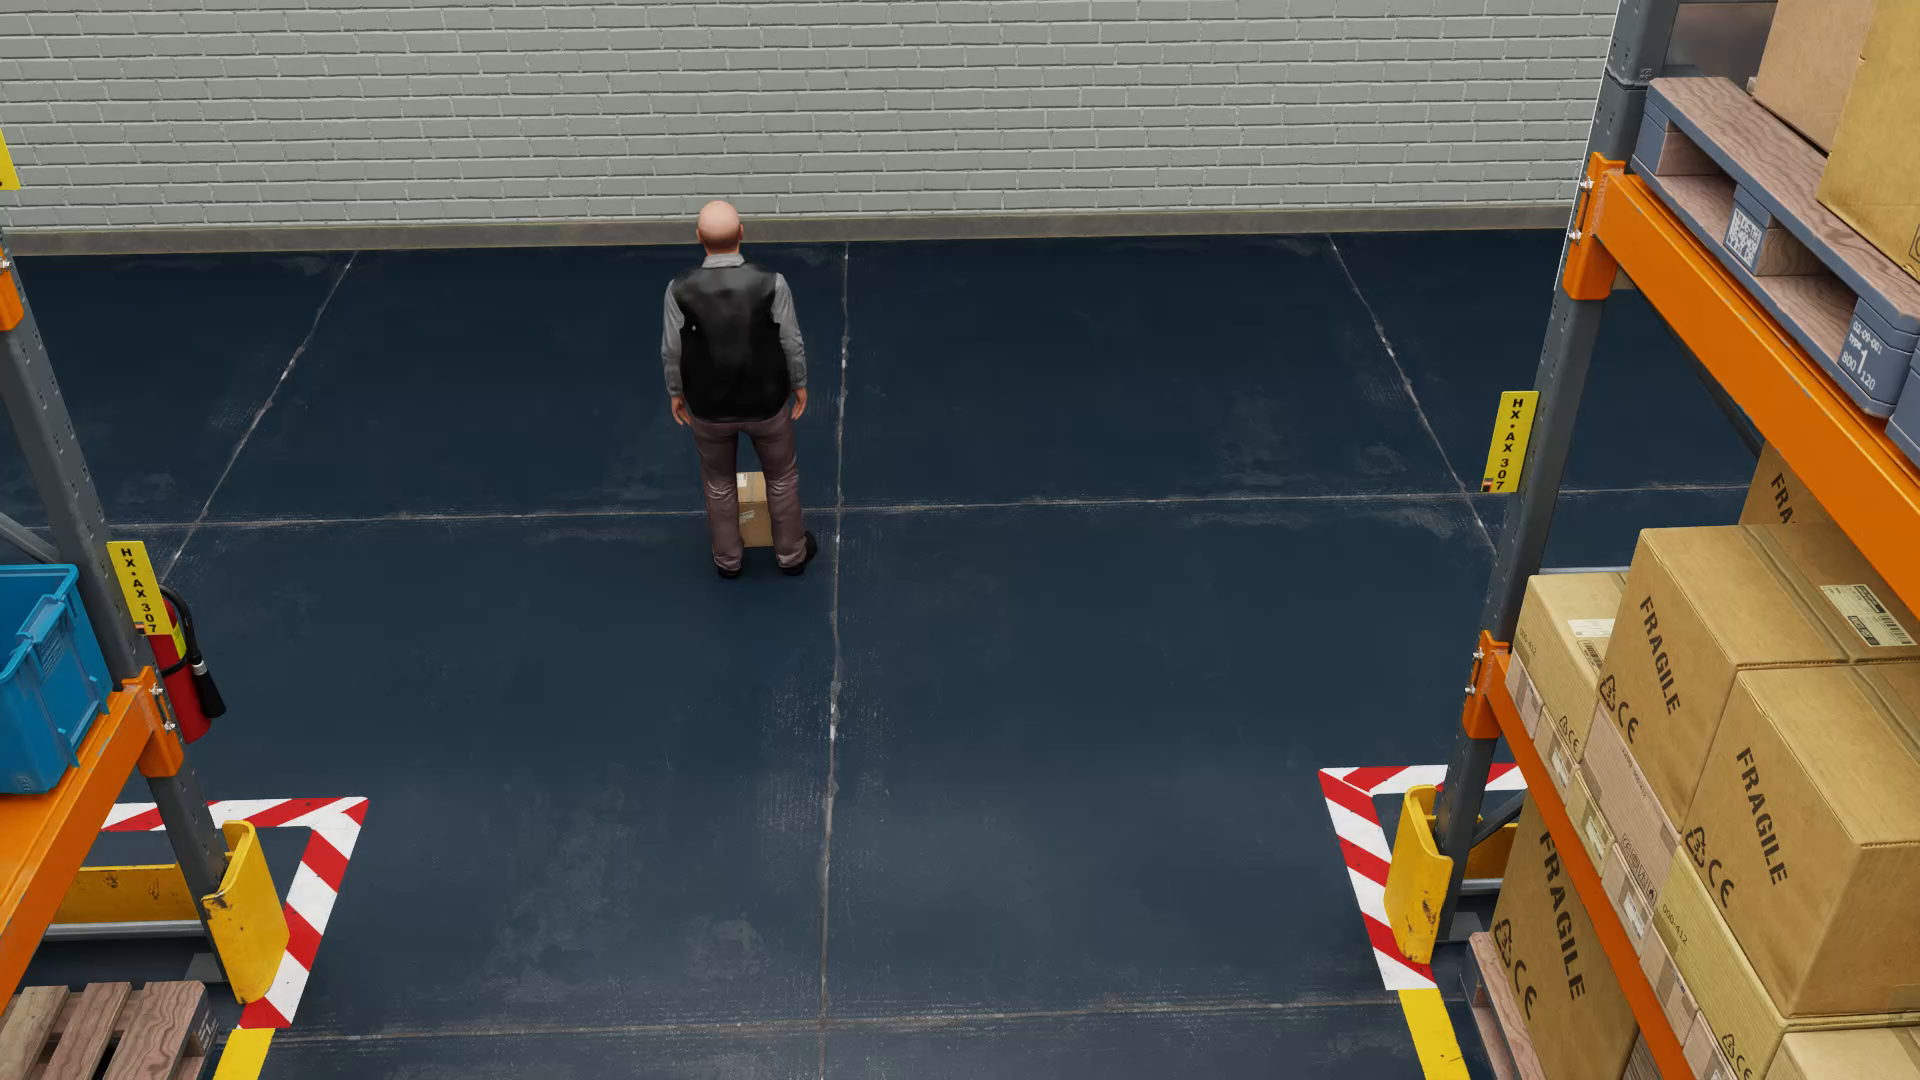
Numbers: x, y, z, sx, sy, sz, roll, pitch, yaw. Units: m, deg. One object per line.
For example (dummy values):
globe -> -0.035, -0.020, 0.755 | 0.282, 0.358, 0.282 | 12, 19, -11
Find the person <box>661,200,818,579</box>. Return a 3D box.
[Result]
person -> -0.934, -0.584, 6.999 | 0.590, 1.722, 0.414 | -3, 35, -4
